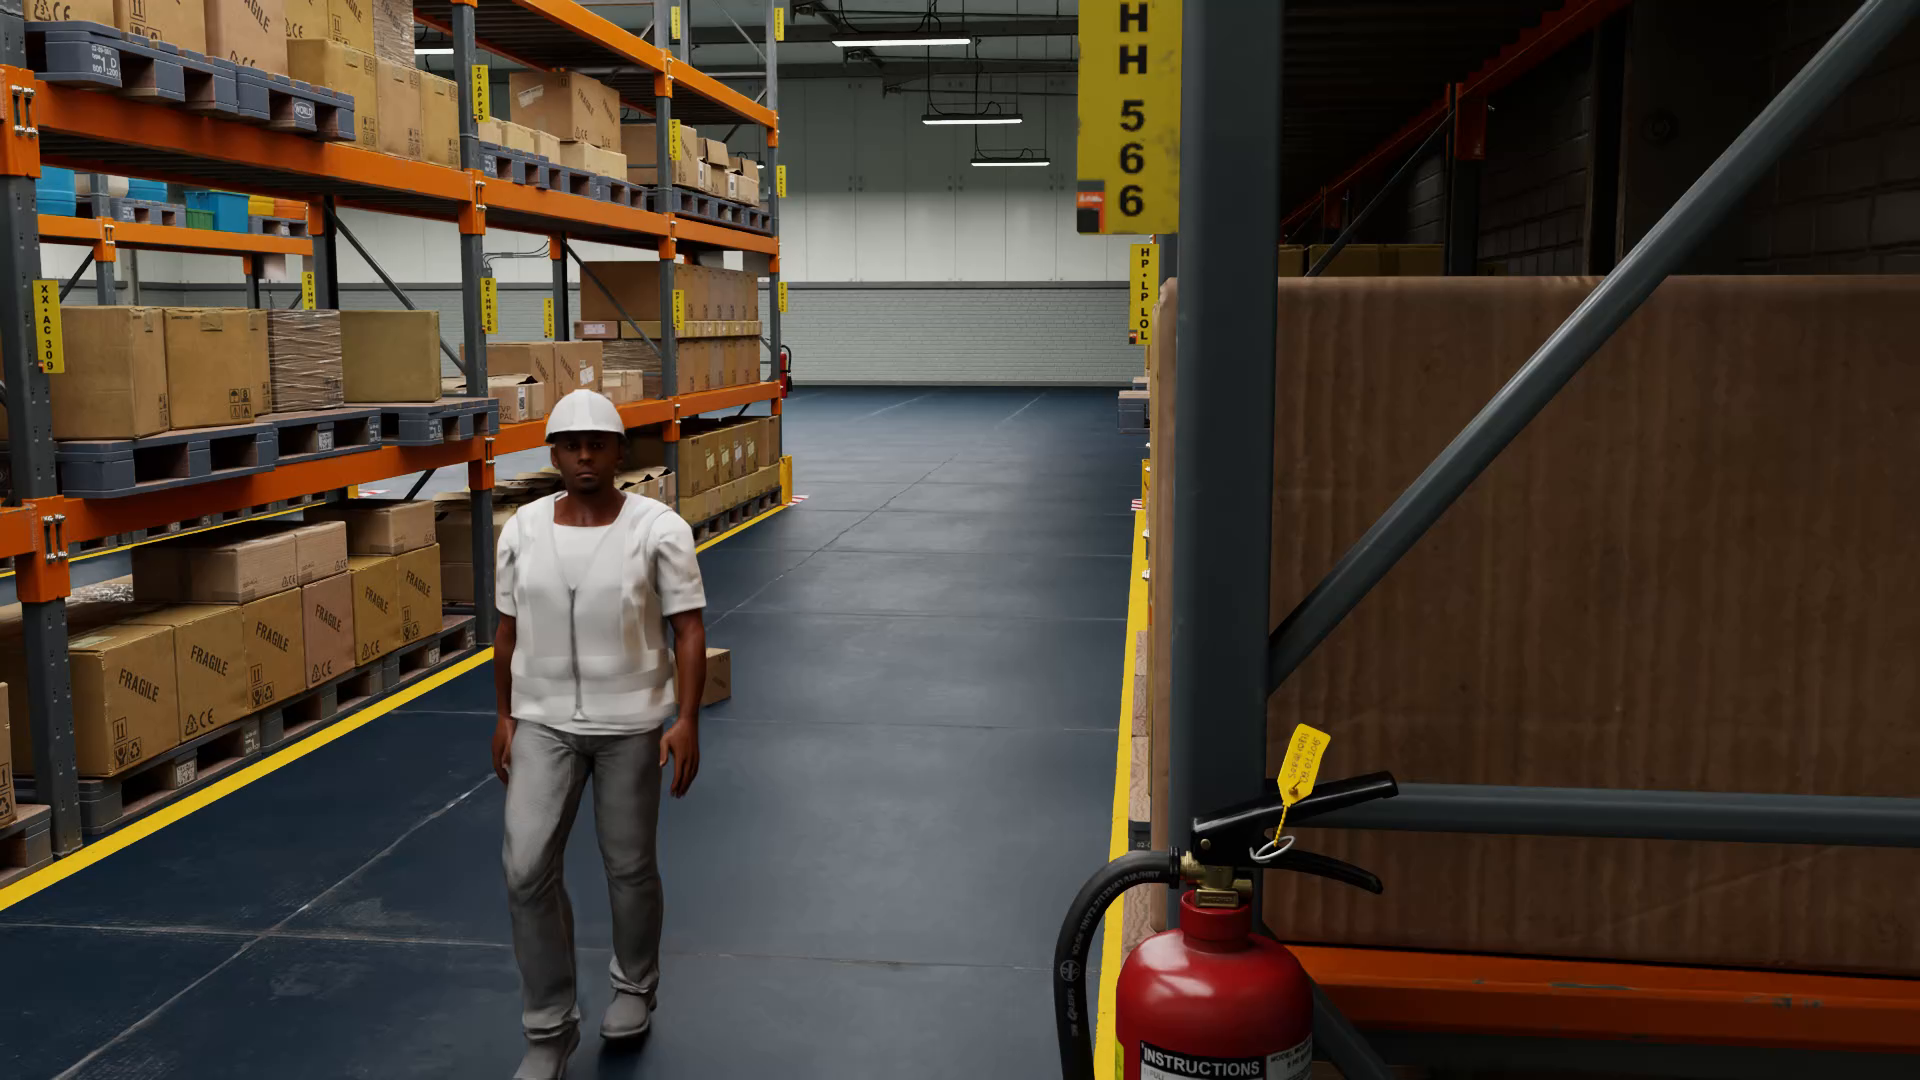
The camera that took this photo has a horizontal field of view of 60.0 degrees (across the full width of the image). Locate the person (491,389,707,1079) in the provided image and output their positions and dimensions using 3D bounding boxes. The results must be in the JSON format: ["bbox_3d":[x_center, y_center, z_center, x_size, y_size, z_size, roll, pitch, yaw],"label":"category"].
[{"bbox_3d":[-0.968,0.527,4.363,0.613,1.834,0.574,0,8,1],"label":"person"}]
